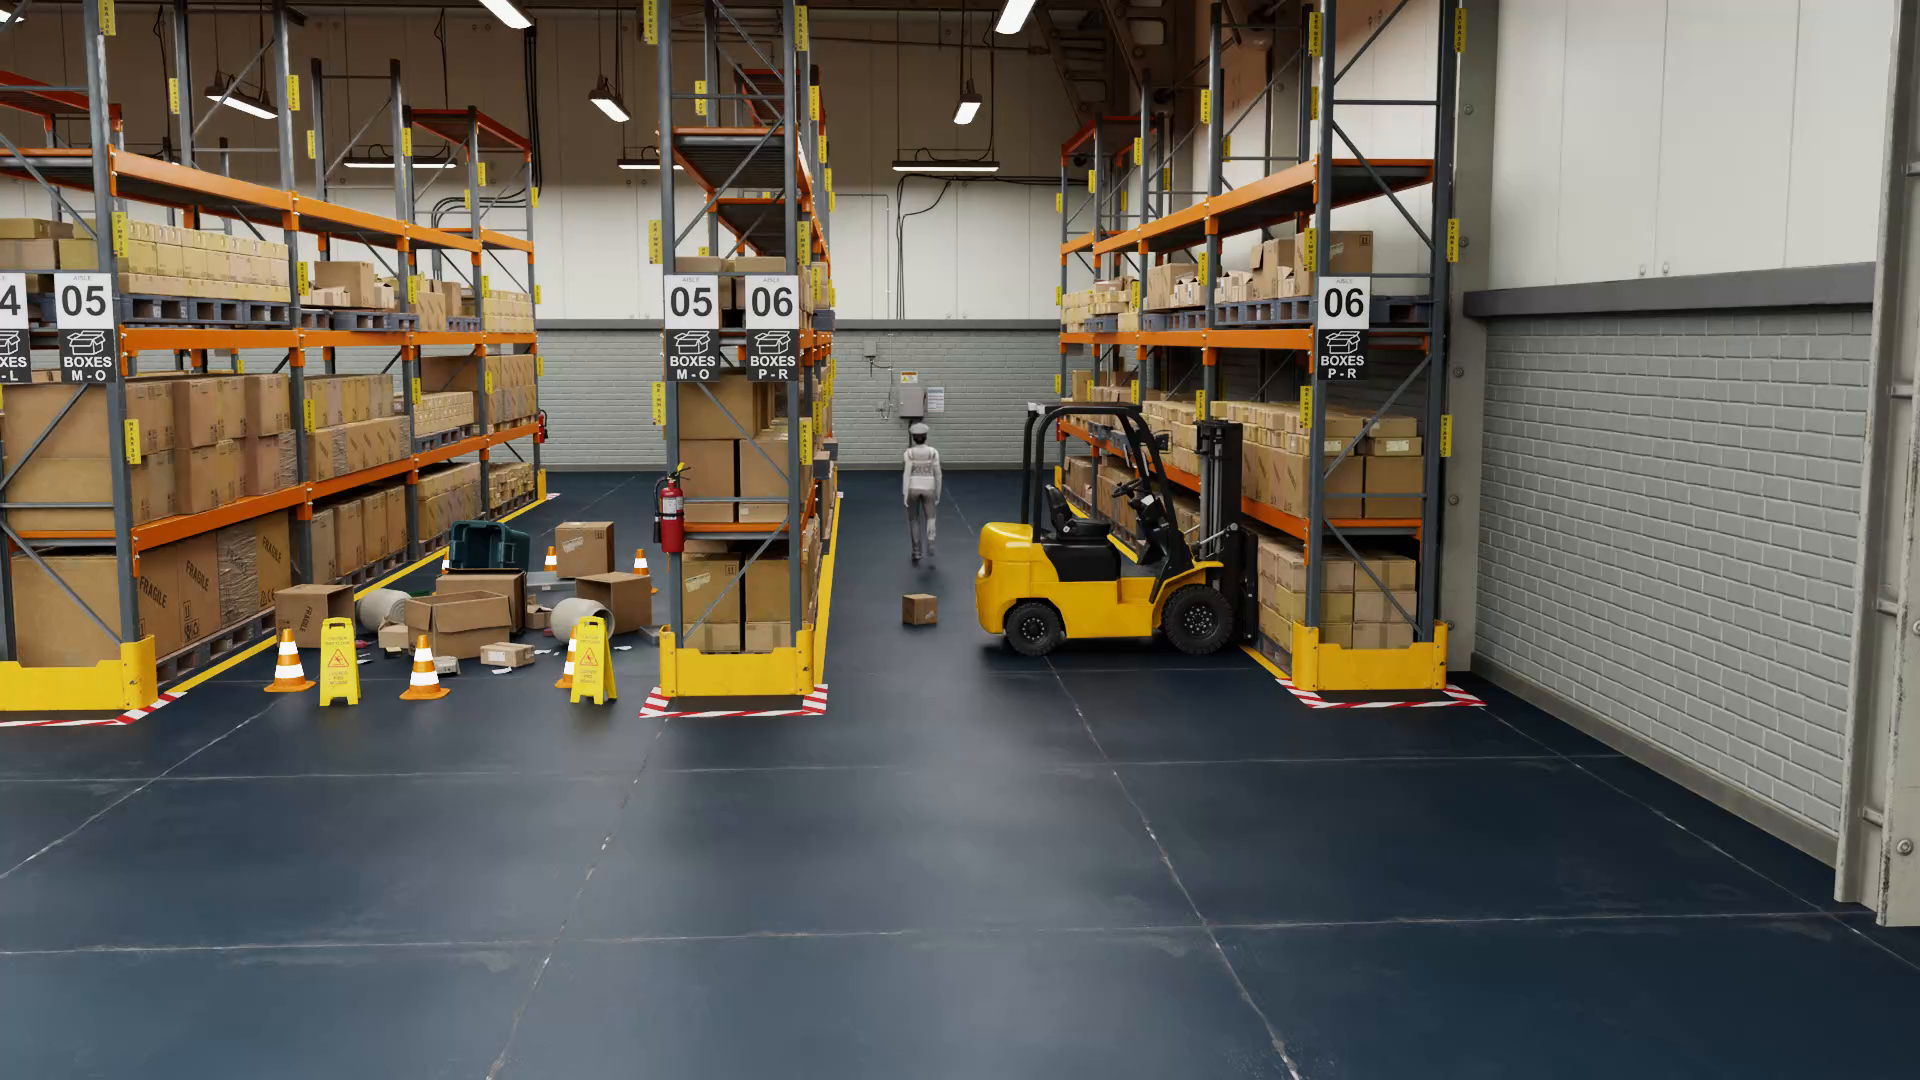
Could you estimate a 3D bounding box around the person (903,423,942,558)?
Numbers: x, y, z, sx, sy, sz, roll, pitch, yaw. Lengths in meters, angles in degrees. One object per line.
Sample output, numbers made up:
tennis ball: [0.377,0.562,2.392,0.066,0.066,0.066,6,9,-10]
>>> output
person: [-0.460,-0.588,20.317,0.485,1.669,0.679,-1,7,-6]
